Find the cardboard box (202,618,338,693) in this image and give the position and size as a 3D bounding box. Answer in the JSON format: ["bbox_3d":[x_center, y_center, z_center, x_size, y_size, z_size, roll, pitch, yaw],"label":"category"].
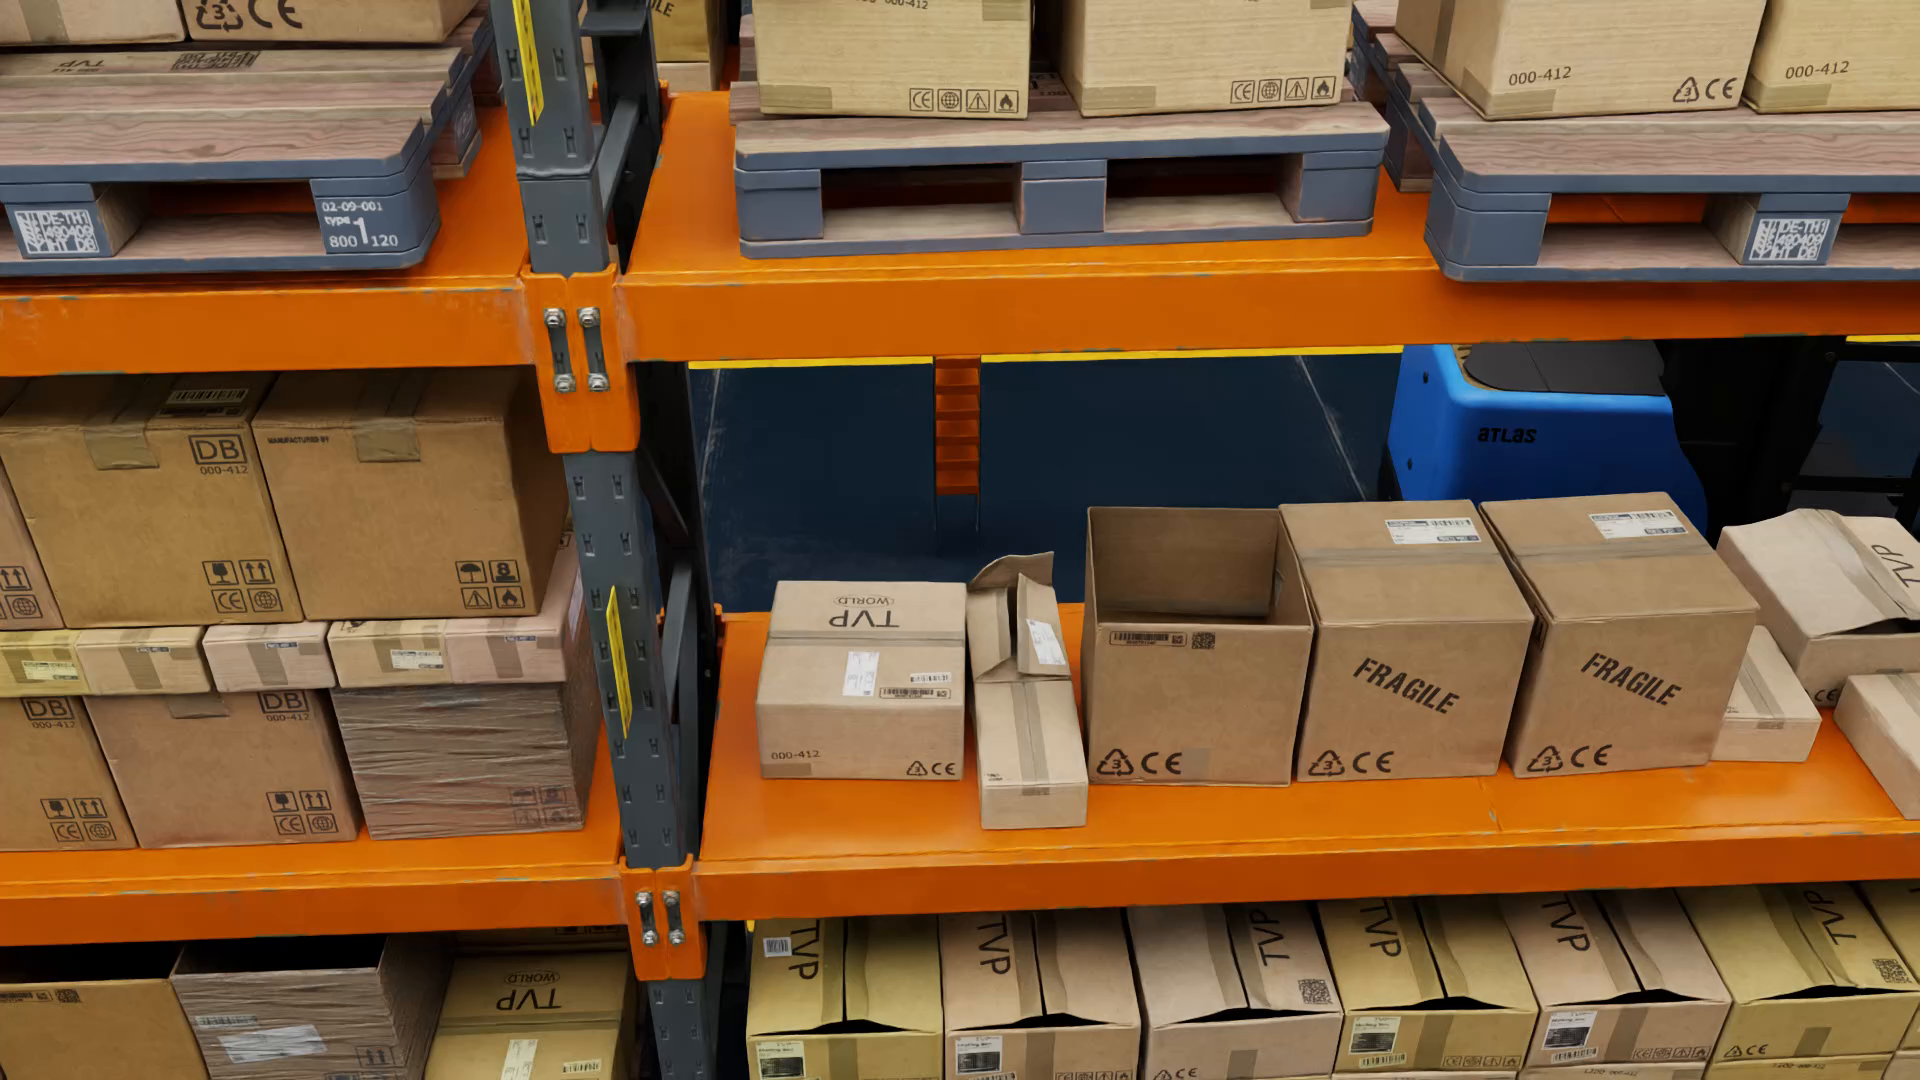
[{"bbox_3d":[-1.497,0.162,3.722,0.250,0.149,0.380,-3,35,-4],"label":"cardboard box"}]

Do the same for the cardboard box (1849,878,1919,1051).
[{"bbox_3d":[2.757,1.101,4.578,0.500,0.311,0.500,-1,35,-1],"label":"cardboard box"}]

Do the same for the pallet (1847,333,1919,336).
[{"bbox_3d":[5.037,-1.460,9.174,1.213,0.211,1.003,-2,35,-2],"label":"pallet"}]

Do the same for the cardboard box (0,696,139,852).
[{"bbox_3d":[-2.198,0.330,4.049,0.500,0.500,0.700,-1,35,-2],"label":"cardboard box"}]

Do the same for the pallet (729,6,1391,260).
[{"bbox_3d":[0.154,-0.859,3.388,1.217,0.209,0.805,-3,35,-4],"label":"pallet"}]

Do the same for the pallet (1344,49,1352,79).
[{"bbox_3d":[2.324,-2.438,8.306,1.003,0.211,1.213,-2,35,-2],"label":"pallet"}]

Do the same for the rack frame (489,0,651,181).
[{"bbox_3d":[-0.727,-2.140,2.435,0.127,3.000,1.000,-2,35,-2],"label":"rack frame"}]

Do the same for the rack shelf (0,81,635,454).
[{"bbox_3d":[-2.725,-0.557,3.415,4.000,0.370,1.077,-2,35,-2],"label":"rack shelf"}]

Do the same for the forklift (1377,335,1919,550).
[{"bbox_3d":[3.354,-1.084,6.240,3.031,2.935,1.130,2,35,3],"label":"forklift"}]

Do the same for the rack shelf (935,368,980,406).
[{"bbox_3d":[-0.014,-0.654,6.797,0.180,0.103,0.258,-2,35,-2],"label":"rack shelf"}]

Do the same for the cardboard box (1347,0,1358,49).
[{"bbox_3d":[2.004,-2.770,8.142,0.500,0.500,0.700,-5,35,-7],"label":"cardboard box"}]

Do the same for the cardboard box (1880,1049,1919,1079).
[{"bbox_3d":[2.755,1.330,4.740,0.500,0.250,0.500,-1,35,-1],"label":"cardboard box"}]

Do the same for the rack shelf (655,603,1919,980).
[{"bbox_3d":[1.271,0.569,4.424,4.000,0.370,1.077,-2,35,-2],"label":"rack shelf"}]

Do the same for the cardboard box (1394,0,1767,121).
[{"bbox_3d":[1.186,-1.034,3.236,0.500,0.250,0.500,-4,35,-6],"label":"cardboard box"}]

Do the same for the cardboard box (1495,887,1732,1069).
[{"bbox_3d":[1.734,1.130,4.535,0.500,0.311,0.500,-2,35,-3],"label":"cardboard box"}]

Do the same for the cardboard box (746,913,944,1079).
[{"bbox_3d":[-0.302,1.185,4.457,0.500,0.311,0.500,-1,35,-2],"label":"cardboard box"}]

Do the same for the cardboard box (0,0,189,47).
[{"bbox_3d":[-1.782,-1.222,3.330,0.500,0.311,0.500,-3,35,-5],"label":"cardboard box"}]

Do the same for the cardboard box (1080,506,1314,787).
[{"bbox_3d":[0.567,0.260,4.150,0.500,0.500,0.500,1,35,1],"label":"cardboard box"}]

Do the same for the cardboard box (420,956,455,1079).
[{"bbox_3d":[-1.680,1.429,4.596,0.500,0.250,0.500,-2,35,-2],"label":"cardboard box"}]

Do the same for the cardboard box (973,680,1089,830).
[{"bbox_3d":[0.168,0.522,4.080,0.250,0.149,0.380,-2,35,-2],"label":"cardboard box"}]

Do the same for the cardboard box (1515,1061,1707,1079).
[{"bbox_3d":[1.737,1.358,4.700,0.500,0.250,0.500,-1,35,-1],"label":"cardboard box"}]

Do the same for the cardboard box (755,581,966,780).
[{"bbox_3d":[-0.237,0.350,4.240,0.500,0.250,0.500,1,35,1],"label":"cardboard box"}]

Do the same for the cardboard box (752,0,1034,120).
[{"bbox_3d":[-0.111,-1.029,3.228,0.500,0.250,0.500,2,35,3],"label":"cardboard box"}]

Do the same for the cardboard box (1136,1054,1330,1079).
[{"bbox_3d":[0.716,1.386,4.658,0.500,0.250,0.500,-3,35,-4],"label":"cardboard box"}]

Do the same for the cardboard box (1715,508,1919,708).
[{"bbox_3d":[2.366,0.170,4.447,0.500,0.311,0.500,-2,35,-3],"label":"cardboard box"}]

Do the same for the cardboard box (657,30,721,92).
[{"bbox_3d":[-1.424,-2.250,7.980,0.500,0.250,0.500,-1,35,-2],"label":"cardboard box"}]

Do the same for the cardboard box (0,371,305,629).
[{"bbox_3d":[-1.674,-0.218,3.701,0.500,0.500,0.700,-2,35,-2],"label":"cardboard box"}]

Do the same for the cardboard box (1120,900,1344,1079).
[{"bbox_3d":[0.715,1.160,4.493,0.500,0.311,0.500,-3,35,-4],"label":"cardboard box"}]

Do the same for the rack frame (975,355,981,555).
[{"bbox_3d":[0.077,-0.495,6.912,0.006,1.200,0.240,-2,35,-2],"label":"rack frame"}]

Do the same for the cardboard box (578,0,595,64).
[{"bbox_3d":[-1.921,-2.539,7.738,0.500,0.500,0.500,-2,35,-2],"label":"cardboard box"}]

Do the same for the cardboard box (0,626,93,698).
[{"bbox_3d":[-2.005,0.174,3.704,0.250,0.149,0.380,-2,35,-2],"label":"cardboard box"}]

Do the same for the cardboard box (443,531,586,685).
[{"bbox_3d":[-0.988,0.148,3.742,0.250,0.149,0.380,-2,35,-2],"label":"cardboard box"}]

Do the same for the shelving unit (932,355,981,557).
[{"bbox_3d":[-0.014,-0.493,6.908,0.189,1.200,0.258,-2,35,-2],"label":"shelving unit"}]

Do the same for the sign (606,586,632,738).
[{"bbox_3d":[-0.699,0.254,3.417,0.005,0.325,0.100,-2,35,-2],"label":"sign"}]

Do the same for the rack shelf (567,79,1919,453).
[{"bbox_3d":[1.271,-0.665,3.571,4.000,0.370,1.077,-2,35,-2],"label":"rack shelf"}]

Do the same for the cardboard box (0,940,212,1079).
[{"bbox_3d":[-2.179,1.136,4.361,0.500,0.500,0.500,-2,35,-2],"label":"cardboard box"}]

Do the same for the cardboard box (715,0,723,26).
[{"bbox_3d":[-1.444,-2.850,8.187,0.500,0.500,0.500,-2,35,-3],"label":"cardboard box"}]

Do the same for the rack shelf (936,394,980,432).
[{"bbox_3d":[-0.014,-0.555,6.865,0.180,0.103,0.258,-2,35,-2],"label":"rack shelf"}]

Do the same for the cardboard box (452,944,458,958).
[{"bbox_3d":[-1.704,1.136,5.021,0.500,0.250,0.500,-2,35,-2],"label":"cardboard box"}]

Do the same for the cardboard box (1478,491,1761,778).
[{"bbox_3d":[1.593,0.232,4.190,0.500,0.500,0.500,-3,35,-5],"label":"cardboard box"}]

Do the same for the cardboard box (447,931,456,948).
[{"bbox_3d":[-1.704,0.829,4.805,0.500,0.500,0.500,-2,35,-2],"label":"cardboard box"}]

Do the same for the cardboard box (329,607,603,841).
[{"bbox_3d":[-1.170,0.301,4.091,0.500,0.500,0.700,-2,35,-3],"label":"cardboard box"}]

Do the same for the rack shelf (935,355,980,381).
[{"bbox_3d":[-0.014,-0.752,6.728,0.180,0.103,0.258,-2,35,-2],"label":"rack shelf"}]
